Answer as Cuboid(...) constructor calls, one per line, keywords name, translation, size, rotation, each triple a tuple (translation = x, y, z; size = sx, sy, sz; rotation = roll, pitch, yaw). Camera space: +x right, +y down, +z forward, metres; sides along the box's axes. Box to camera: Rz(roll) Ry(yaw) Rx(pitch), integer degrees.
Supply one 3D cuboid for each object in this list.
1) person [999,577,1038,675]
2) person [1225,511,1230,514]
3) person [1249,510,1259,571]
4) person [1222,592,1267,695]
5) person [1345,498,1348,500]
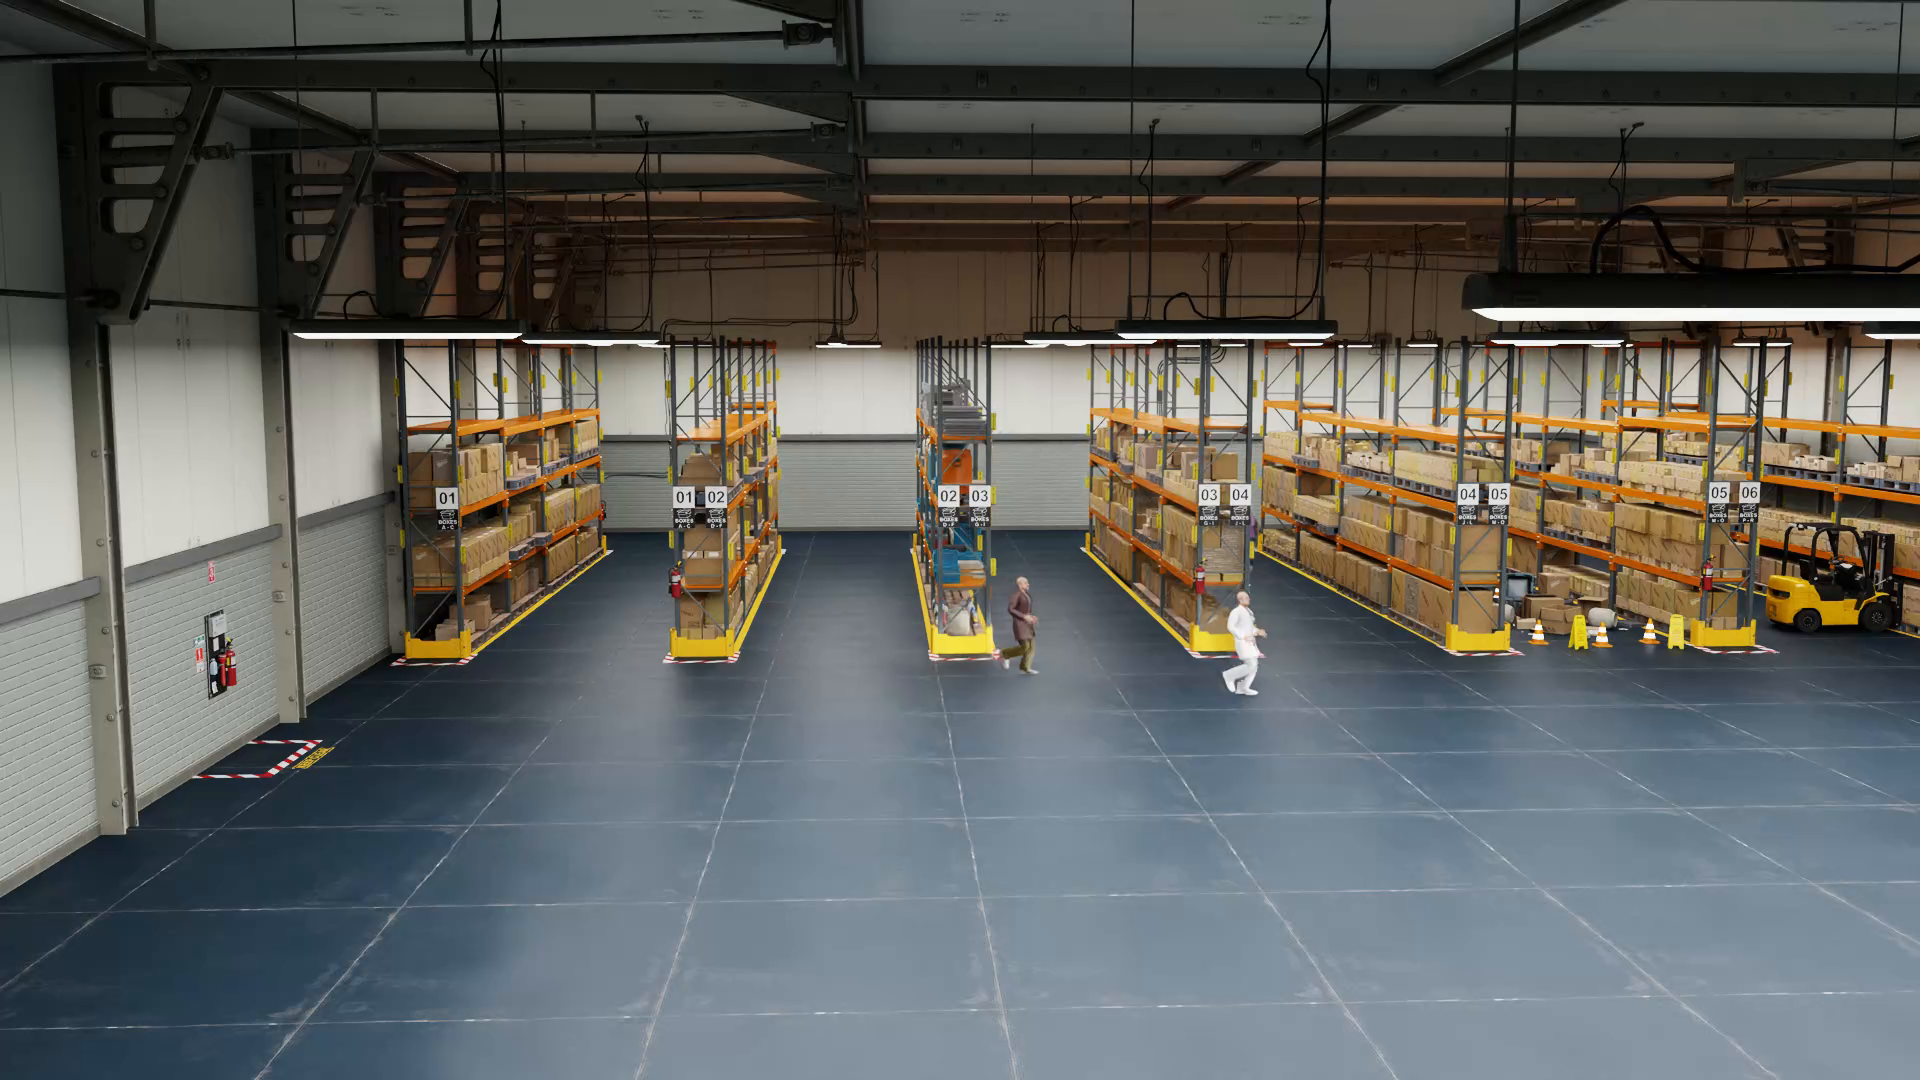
Cuboid(name="person", translation=(1.065, 1.525, 29.472), size=(0.731, 1.753, 0.701), rotation=(3, 7, 26))
Cuboid(name="person", translation=(7.485, -0.299, 45.631), size=(0.621, 1.691, 0.909), rotation=(0, 6, -2))
Cuboid(name="person", translation=(7.592, -0.030, 43.723), size=(0.538, 1.604, 0.881), rotation=(0, 6, 2))
Cuboid(name="person", translation=(4.732, 1.721, 27.688), size=(0.663, 1.725, 0.708), rotation=(3, 7, 28))
Cuboid(name="person", translation=(10.728, -0.350, 46.247), size=(0.585, 1.629, 0.874), rotation=(0, 6, -2))
